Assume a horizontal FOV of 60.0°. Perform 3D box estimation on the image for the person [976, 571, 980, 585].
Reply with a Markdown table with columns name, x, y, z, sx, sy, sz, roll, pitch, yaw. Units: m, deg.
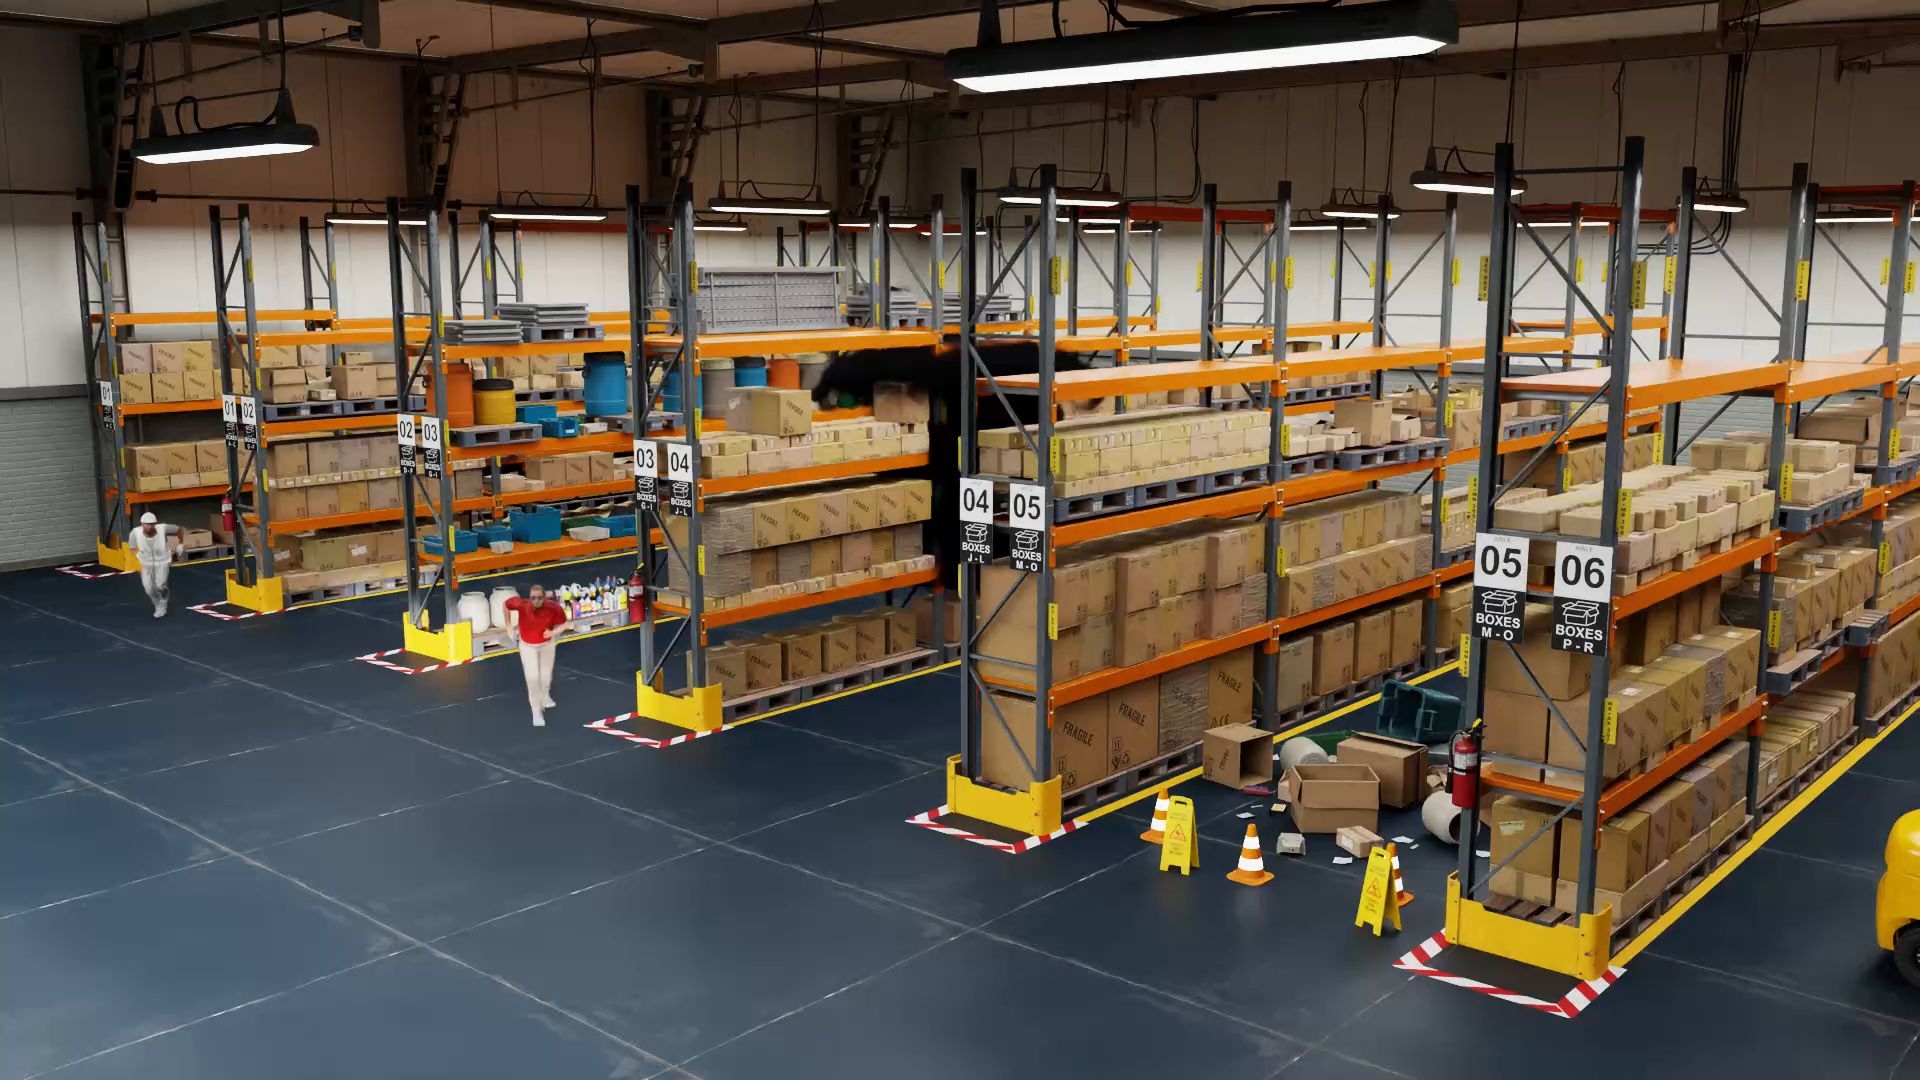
| name | x | y | z | sx | sy | sz | roll | pitch | yaw |
| --- | --- | --- | --- | --- | --- | --- | --- | --- | --- |
| person | 0.385 | -0.140 | 25.221 | 0.731 | 1.915 | 0.800 | 7 | 12 | 35 |

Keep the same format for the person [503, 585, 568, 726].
| name | x | y | z | sx | sy | sz | roll | pitch | yaw |
| --- | --- | --- | --- | --- | --- | --- | --- | --- | --- |
| person | -4.815 | 1.279 | 18.927 | 0.706 | 1.688 | 1.023 | -3 | 10 | -15 |

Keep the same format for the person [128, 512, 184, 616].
| name | x | y | z | sx | sy | sz | roll | pitch | yaw |
| --- | --- | --- | --- | --- | --- | --- | --- | --- | --- |
| person | -11.665 | 0.365 | 24.180 | 0.696 | 1.613 | 0.884 | -3 | 10 | -16 |
